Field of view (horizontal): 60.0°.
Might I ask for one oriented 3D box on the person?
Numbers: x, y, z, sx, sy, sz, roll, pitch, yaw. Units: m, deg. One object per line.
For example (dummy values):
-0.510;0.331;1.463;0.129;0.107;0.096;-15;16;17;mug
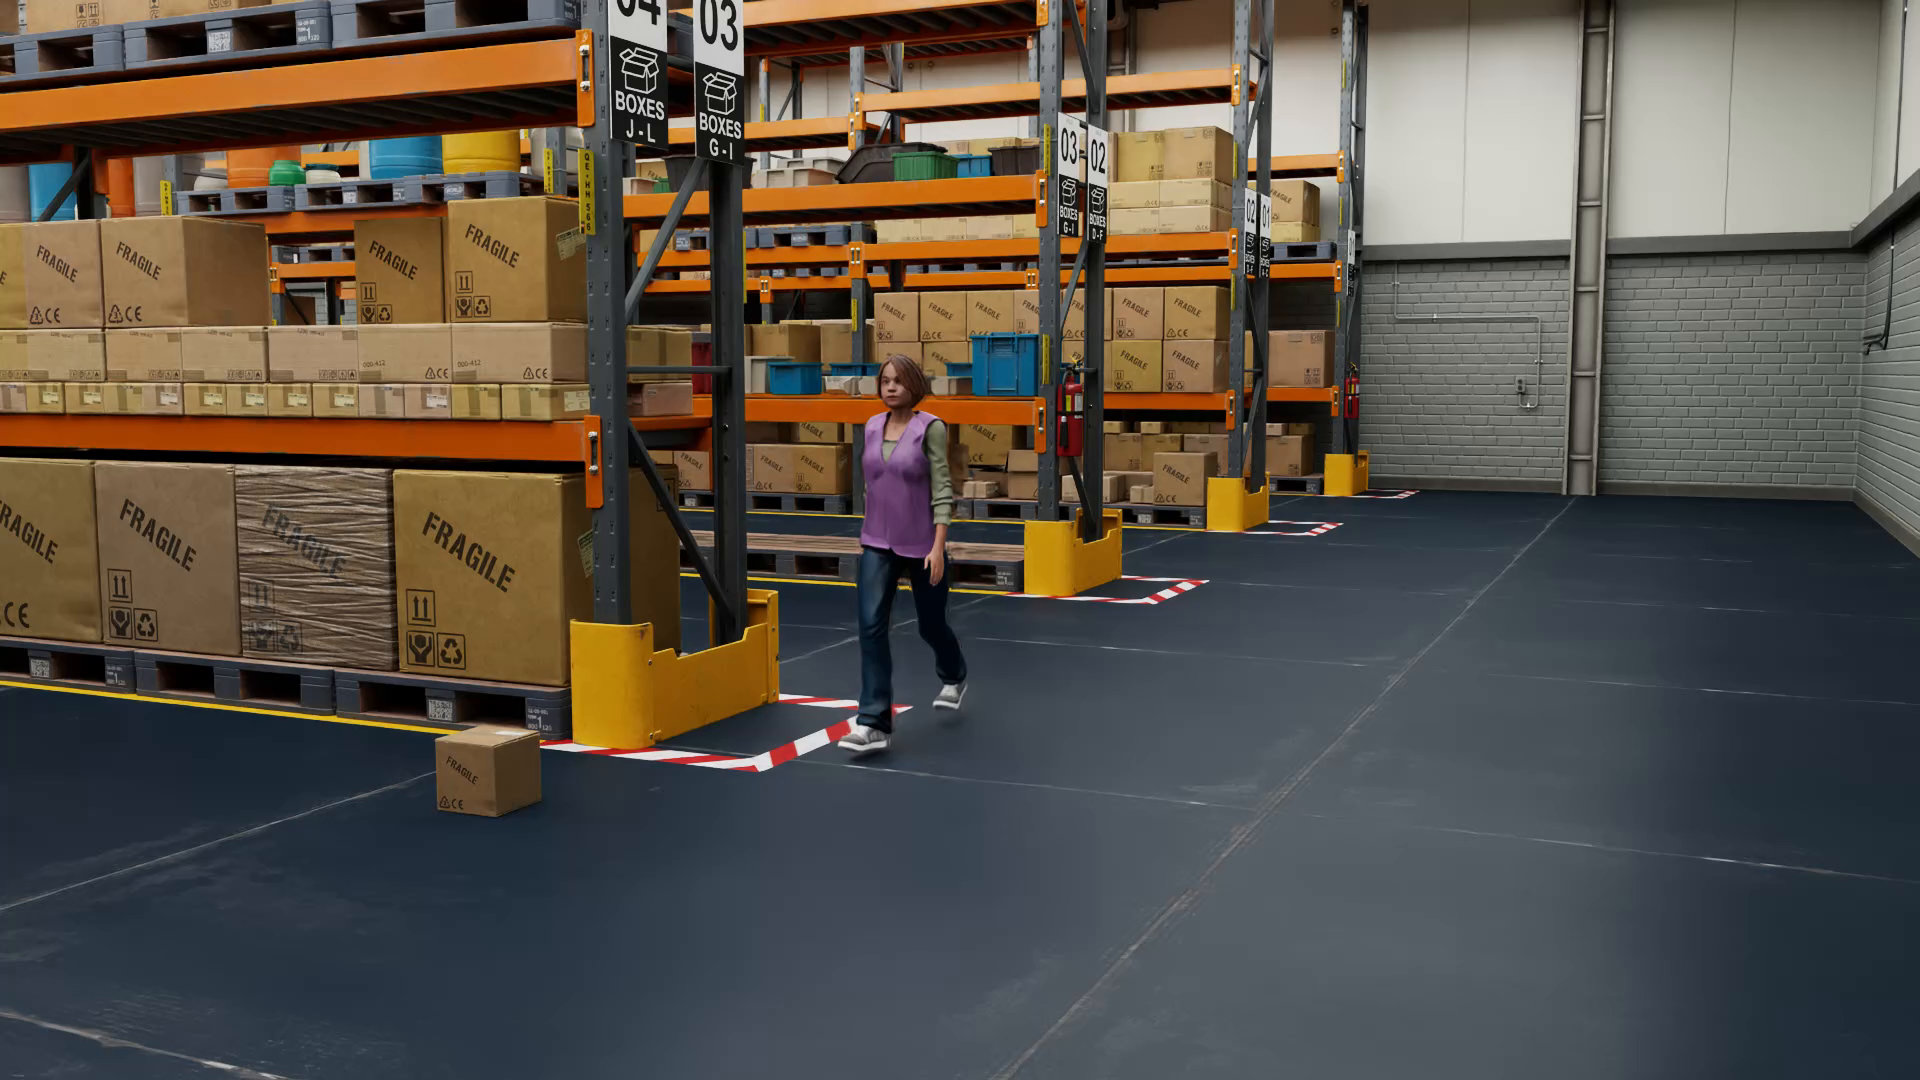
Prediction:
-0.209;0.027;6.717;0.442;1.547;0.955;2;6;20;person
